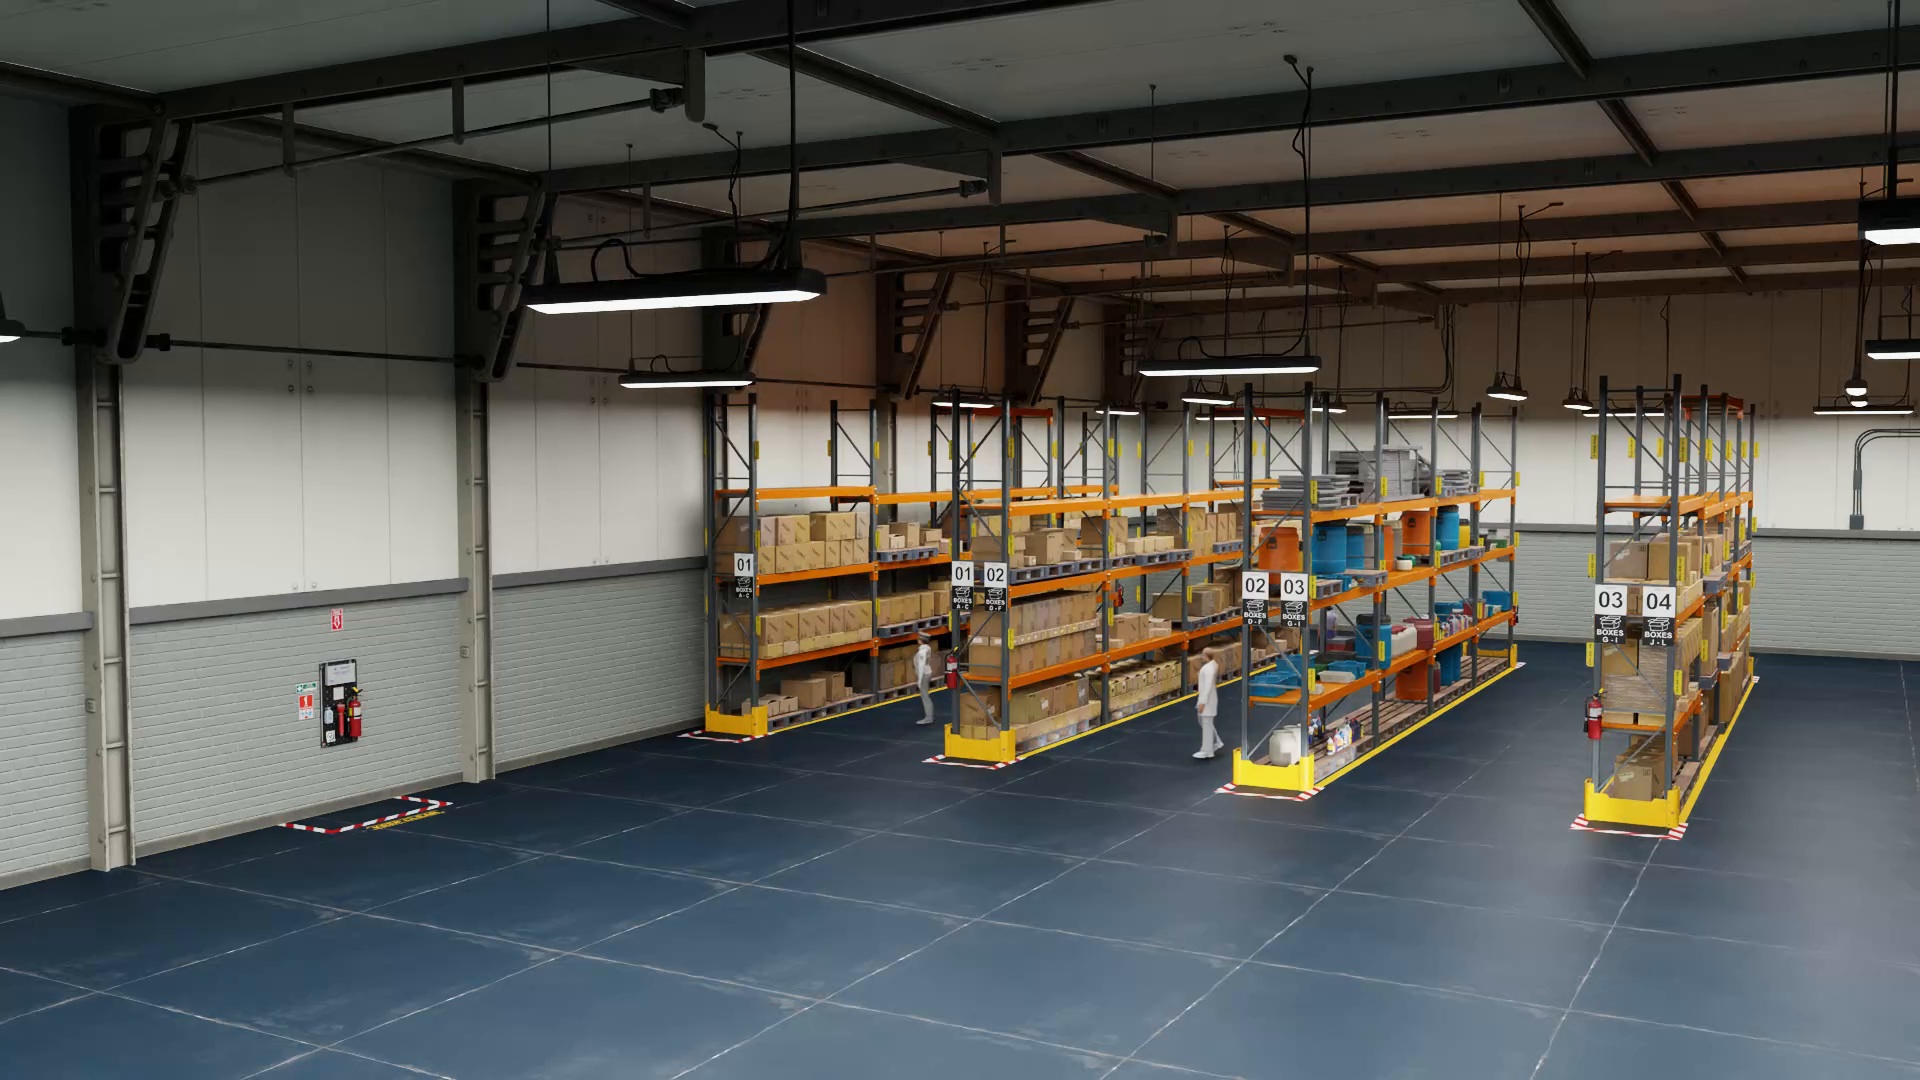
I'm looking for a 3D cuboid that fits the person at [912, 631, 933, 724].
[{"bbox_3d":[-0.684,2.528,30.410,0.374,1.719,0.575,0,3,6],"label":"person"}]

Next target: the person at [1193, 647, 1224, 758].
[{"bbox_3d":[4.068,2.642,27.147,0.497,1.792,0.651,0,3,9],"label":"person"}]

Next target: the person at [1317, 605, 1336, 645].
[{"bbox_3d":[8.076,2.193,36.663,0.386,1.660,0.485,3,4,42],"label":"person"}]
